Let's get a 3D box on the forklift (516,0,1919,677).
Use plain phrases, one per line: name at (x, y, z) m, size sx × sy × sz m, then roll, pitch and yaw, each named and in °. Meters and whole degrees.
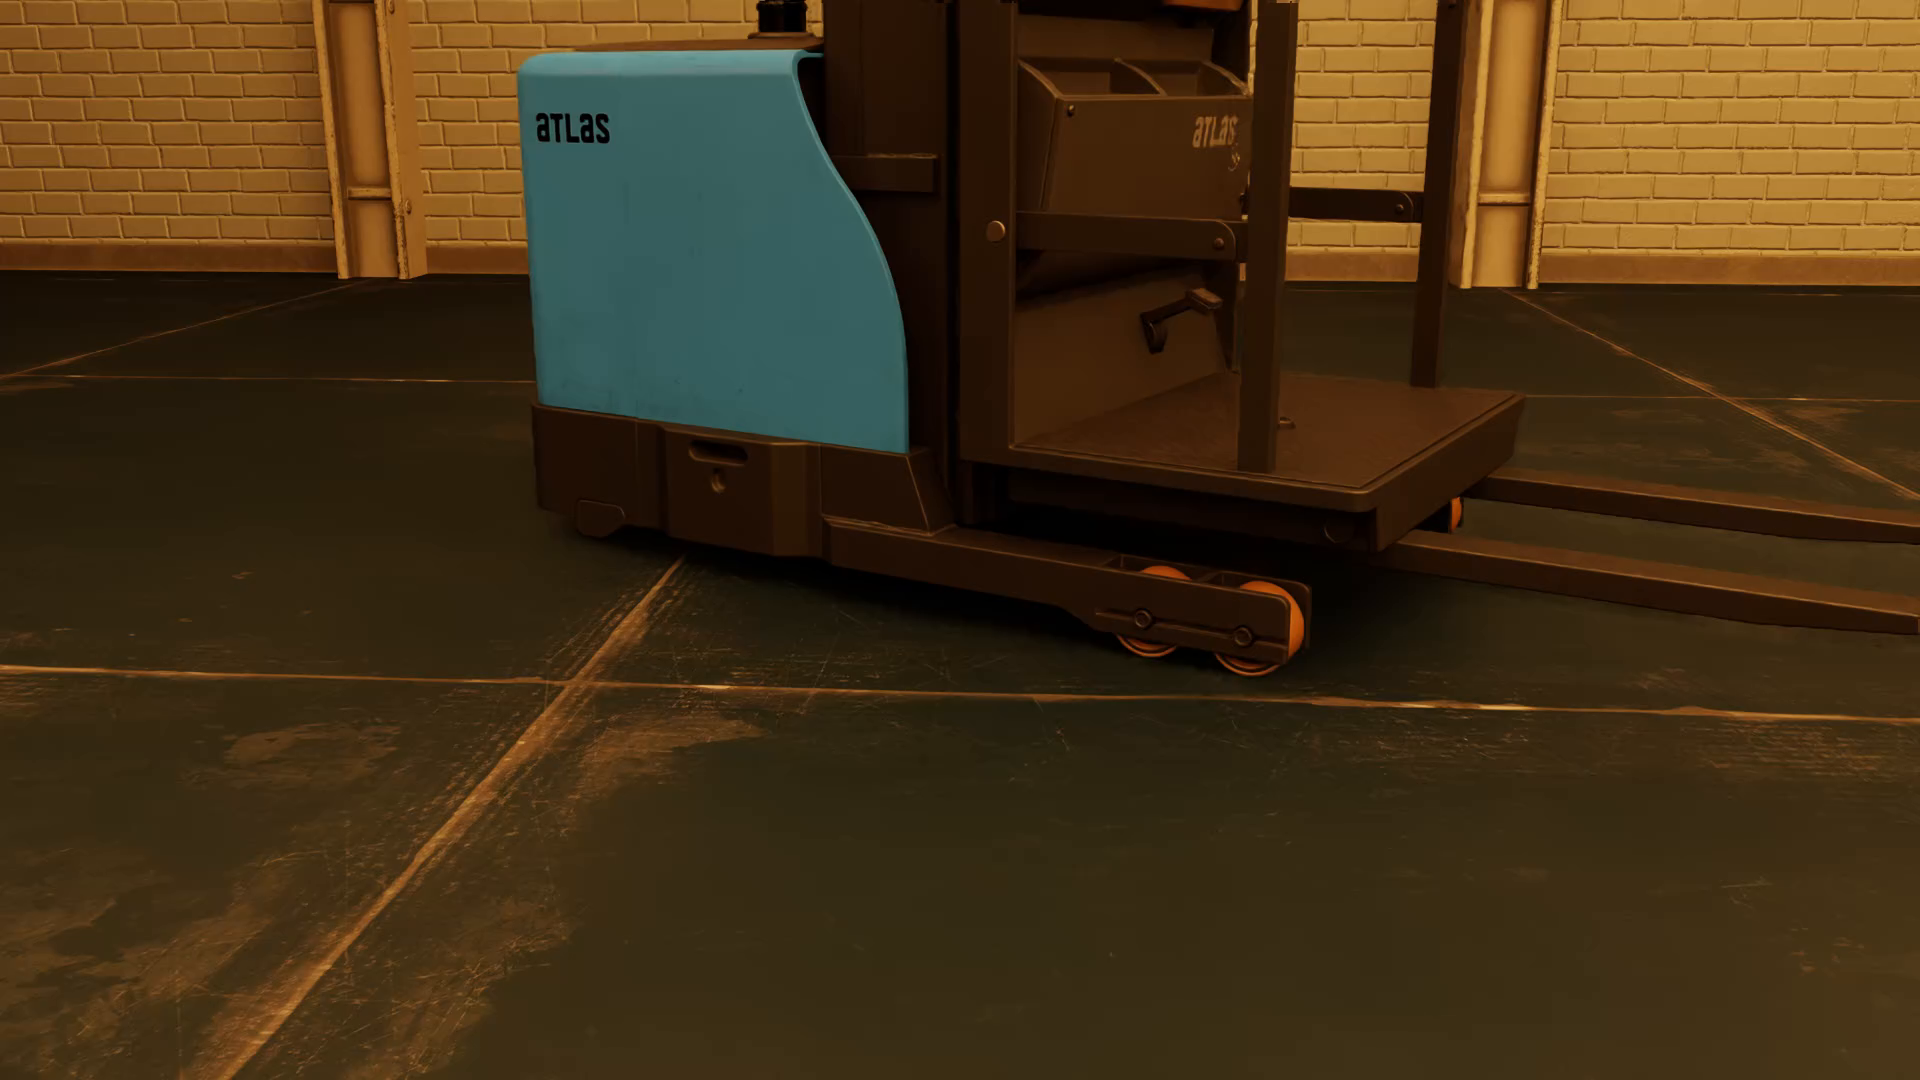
forklift at (0.546, -1.332, 3.127) m, size 3.031 × 2.935 × 1.130 m, roll 9°, pitch 18°, yaw 30°
